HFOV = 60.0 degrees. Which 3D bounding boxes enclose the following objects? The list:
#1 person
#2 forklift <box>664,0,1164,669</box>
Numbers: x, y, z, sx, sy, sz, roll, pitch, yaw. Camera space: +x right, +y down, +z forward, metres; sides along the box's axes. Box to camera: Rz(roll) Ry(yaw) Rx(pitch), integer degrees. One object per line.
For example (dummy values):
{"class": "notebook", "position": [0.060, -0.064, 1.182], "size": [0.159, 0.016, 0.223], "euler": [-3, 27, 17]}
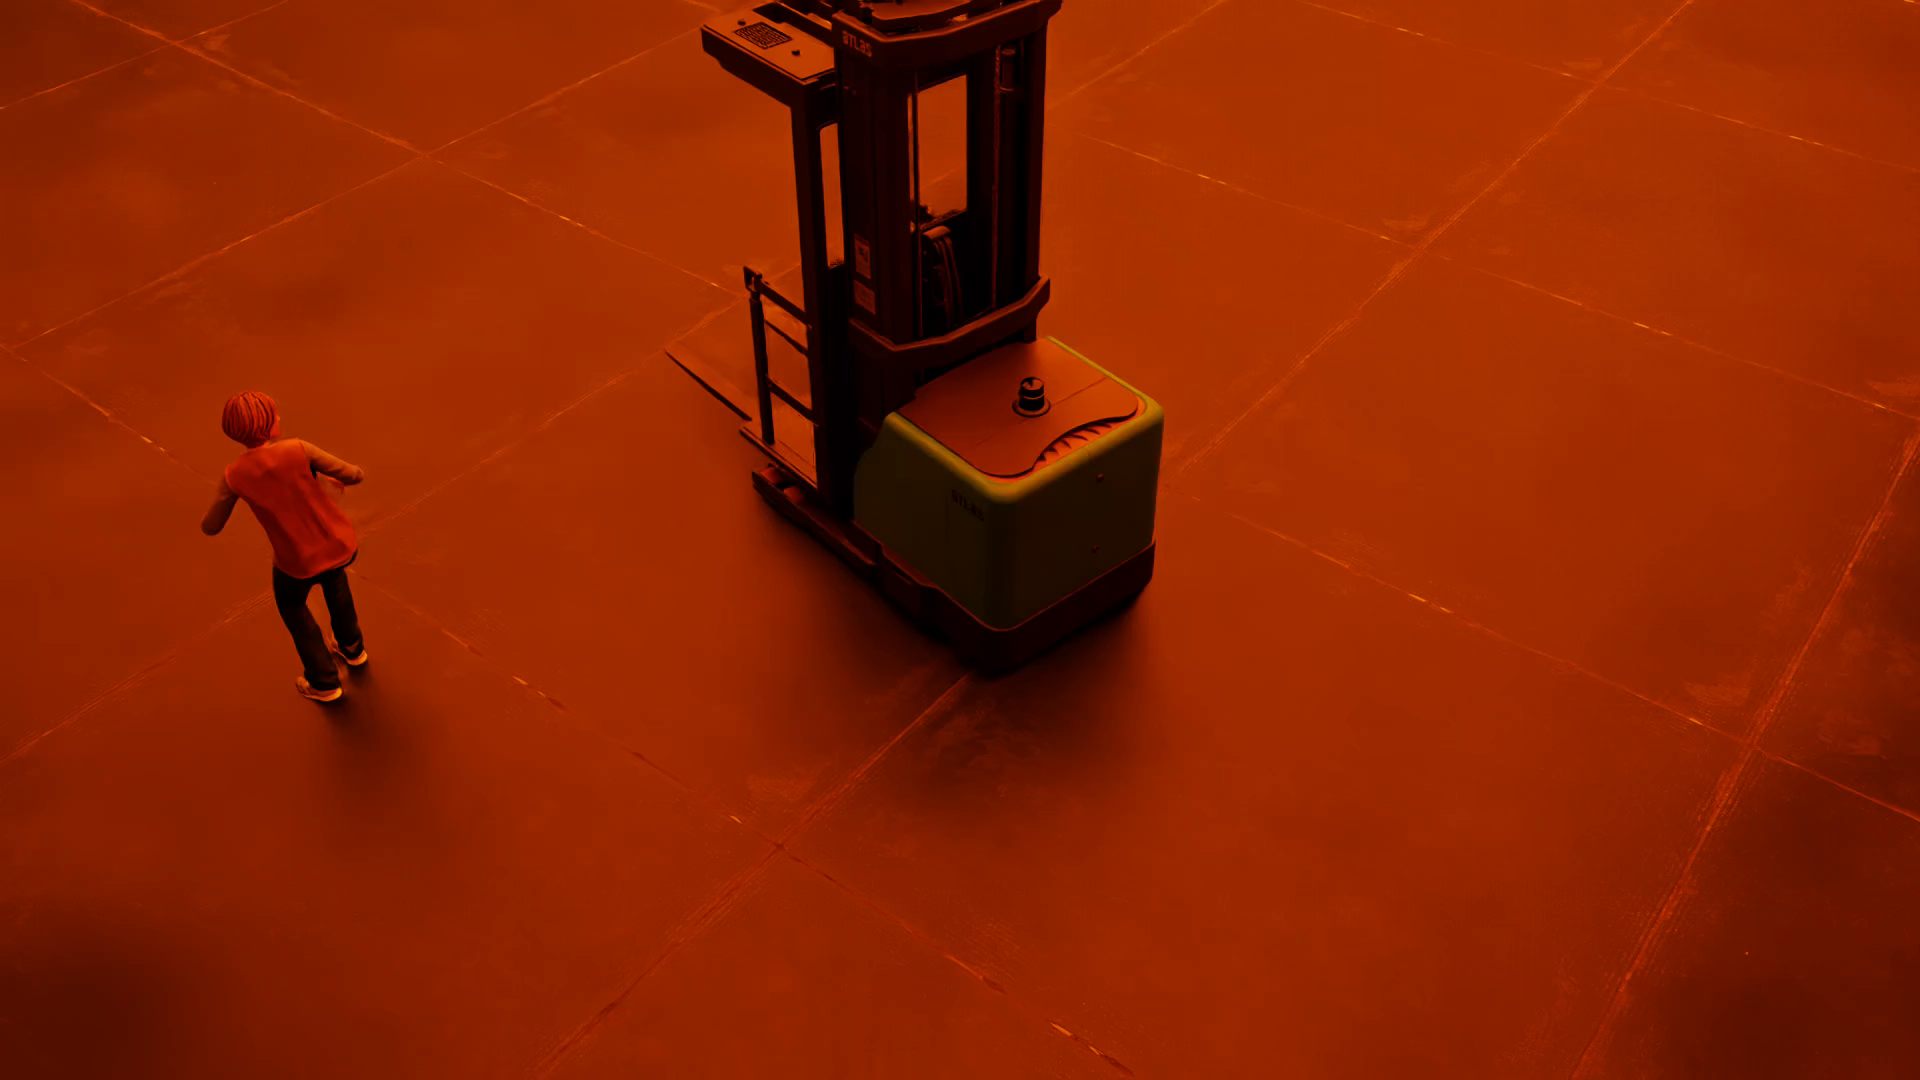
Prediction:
{"class": "person", "position": [-2.867, 0.010, 7.174], "size": [0.632, 1.549, 0.570], "euler": [-27, 47, -28]}
{"class": "forklift", "position": [-0.413, -1.414, 7.732], "size": [1.130, 2.935, 3.031], "euler": [-29, 48, -30]}
